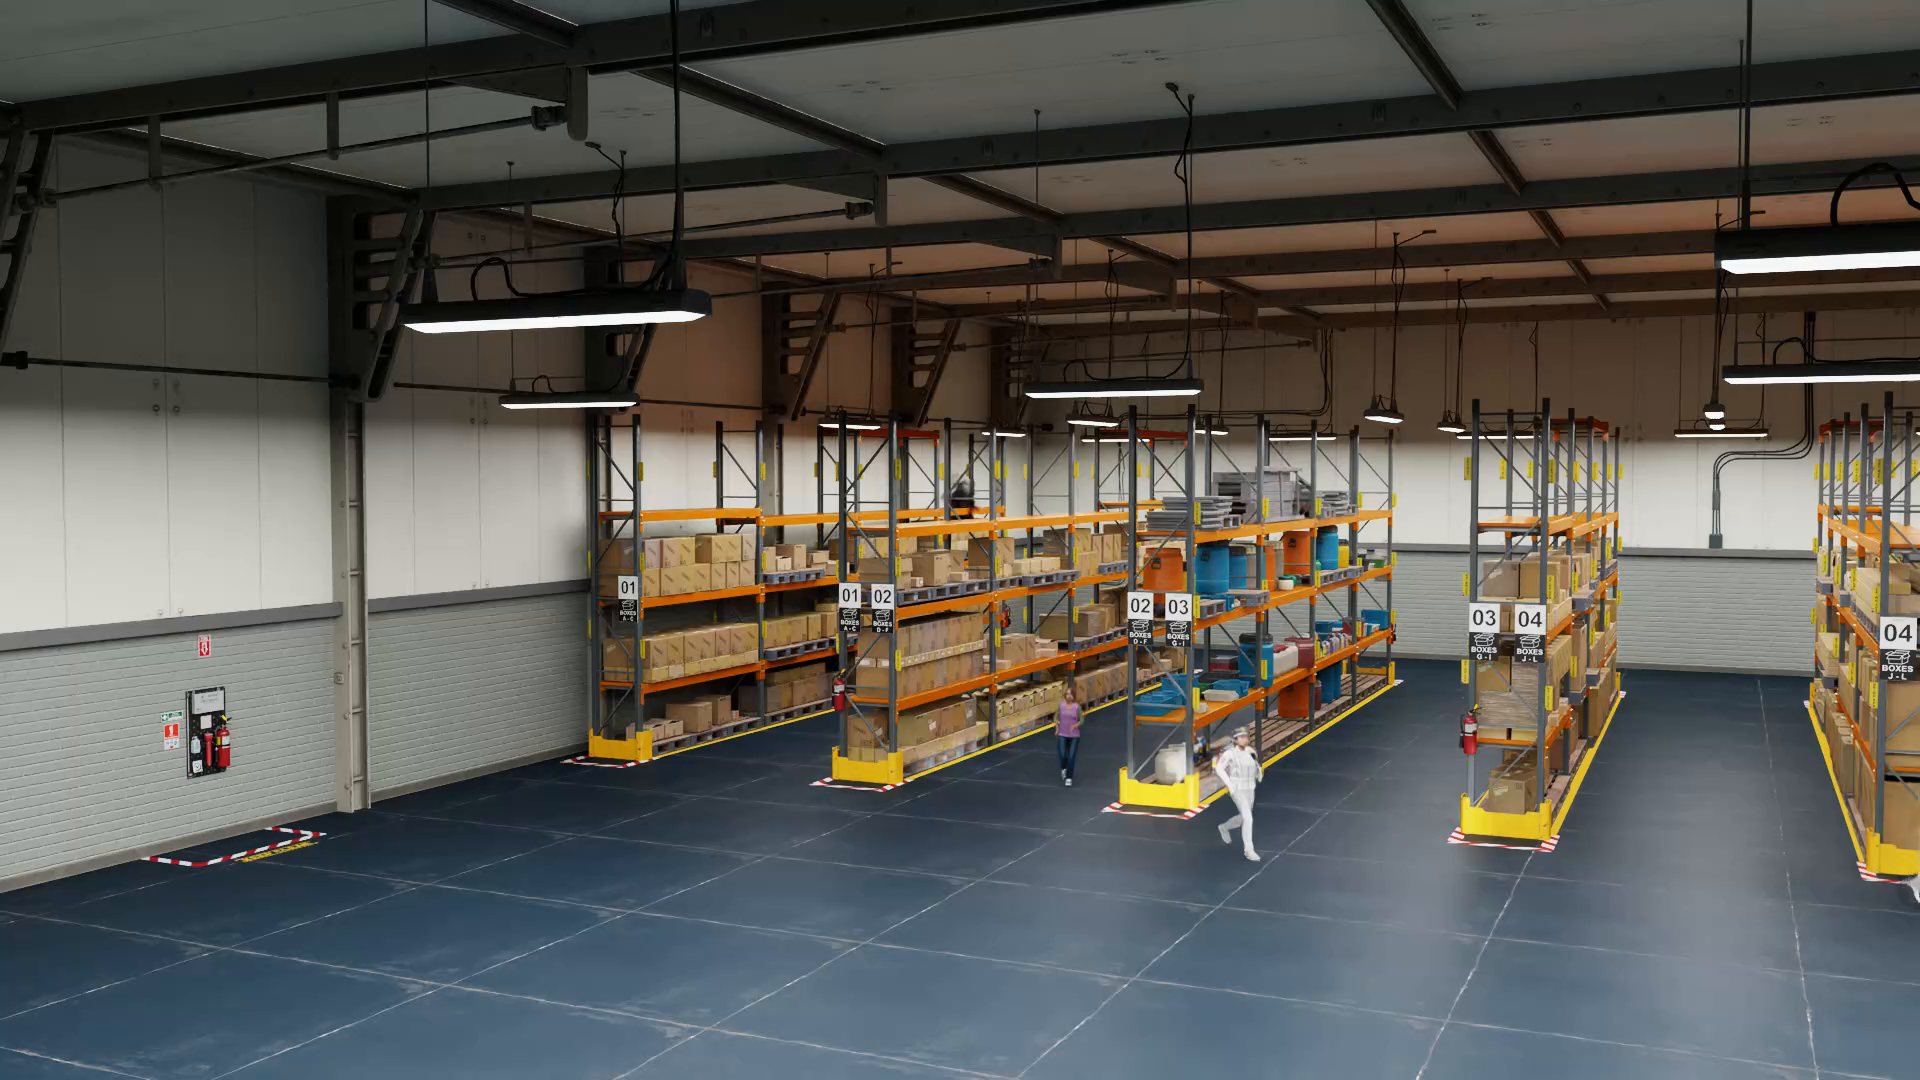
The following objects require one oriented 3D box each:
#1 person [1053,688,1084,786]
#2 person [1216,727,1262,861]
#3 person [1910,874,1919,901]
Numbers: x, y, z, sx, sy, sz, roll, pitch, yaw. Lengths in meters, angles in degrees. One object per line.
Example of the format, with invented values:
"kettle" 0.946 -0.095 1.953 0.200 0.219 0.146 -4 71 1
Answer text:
"person" 1.721 3.133 26.480 0.501 1.553 0.493 0 2 8
"person" 3.664 3.272 21.726 0.609 1.703 0.808 -1 3 -29
"person" 11.183 3.449 18.723 0.602 1.627 1.008 -1 3 -26
